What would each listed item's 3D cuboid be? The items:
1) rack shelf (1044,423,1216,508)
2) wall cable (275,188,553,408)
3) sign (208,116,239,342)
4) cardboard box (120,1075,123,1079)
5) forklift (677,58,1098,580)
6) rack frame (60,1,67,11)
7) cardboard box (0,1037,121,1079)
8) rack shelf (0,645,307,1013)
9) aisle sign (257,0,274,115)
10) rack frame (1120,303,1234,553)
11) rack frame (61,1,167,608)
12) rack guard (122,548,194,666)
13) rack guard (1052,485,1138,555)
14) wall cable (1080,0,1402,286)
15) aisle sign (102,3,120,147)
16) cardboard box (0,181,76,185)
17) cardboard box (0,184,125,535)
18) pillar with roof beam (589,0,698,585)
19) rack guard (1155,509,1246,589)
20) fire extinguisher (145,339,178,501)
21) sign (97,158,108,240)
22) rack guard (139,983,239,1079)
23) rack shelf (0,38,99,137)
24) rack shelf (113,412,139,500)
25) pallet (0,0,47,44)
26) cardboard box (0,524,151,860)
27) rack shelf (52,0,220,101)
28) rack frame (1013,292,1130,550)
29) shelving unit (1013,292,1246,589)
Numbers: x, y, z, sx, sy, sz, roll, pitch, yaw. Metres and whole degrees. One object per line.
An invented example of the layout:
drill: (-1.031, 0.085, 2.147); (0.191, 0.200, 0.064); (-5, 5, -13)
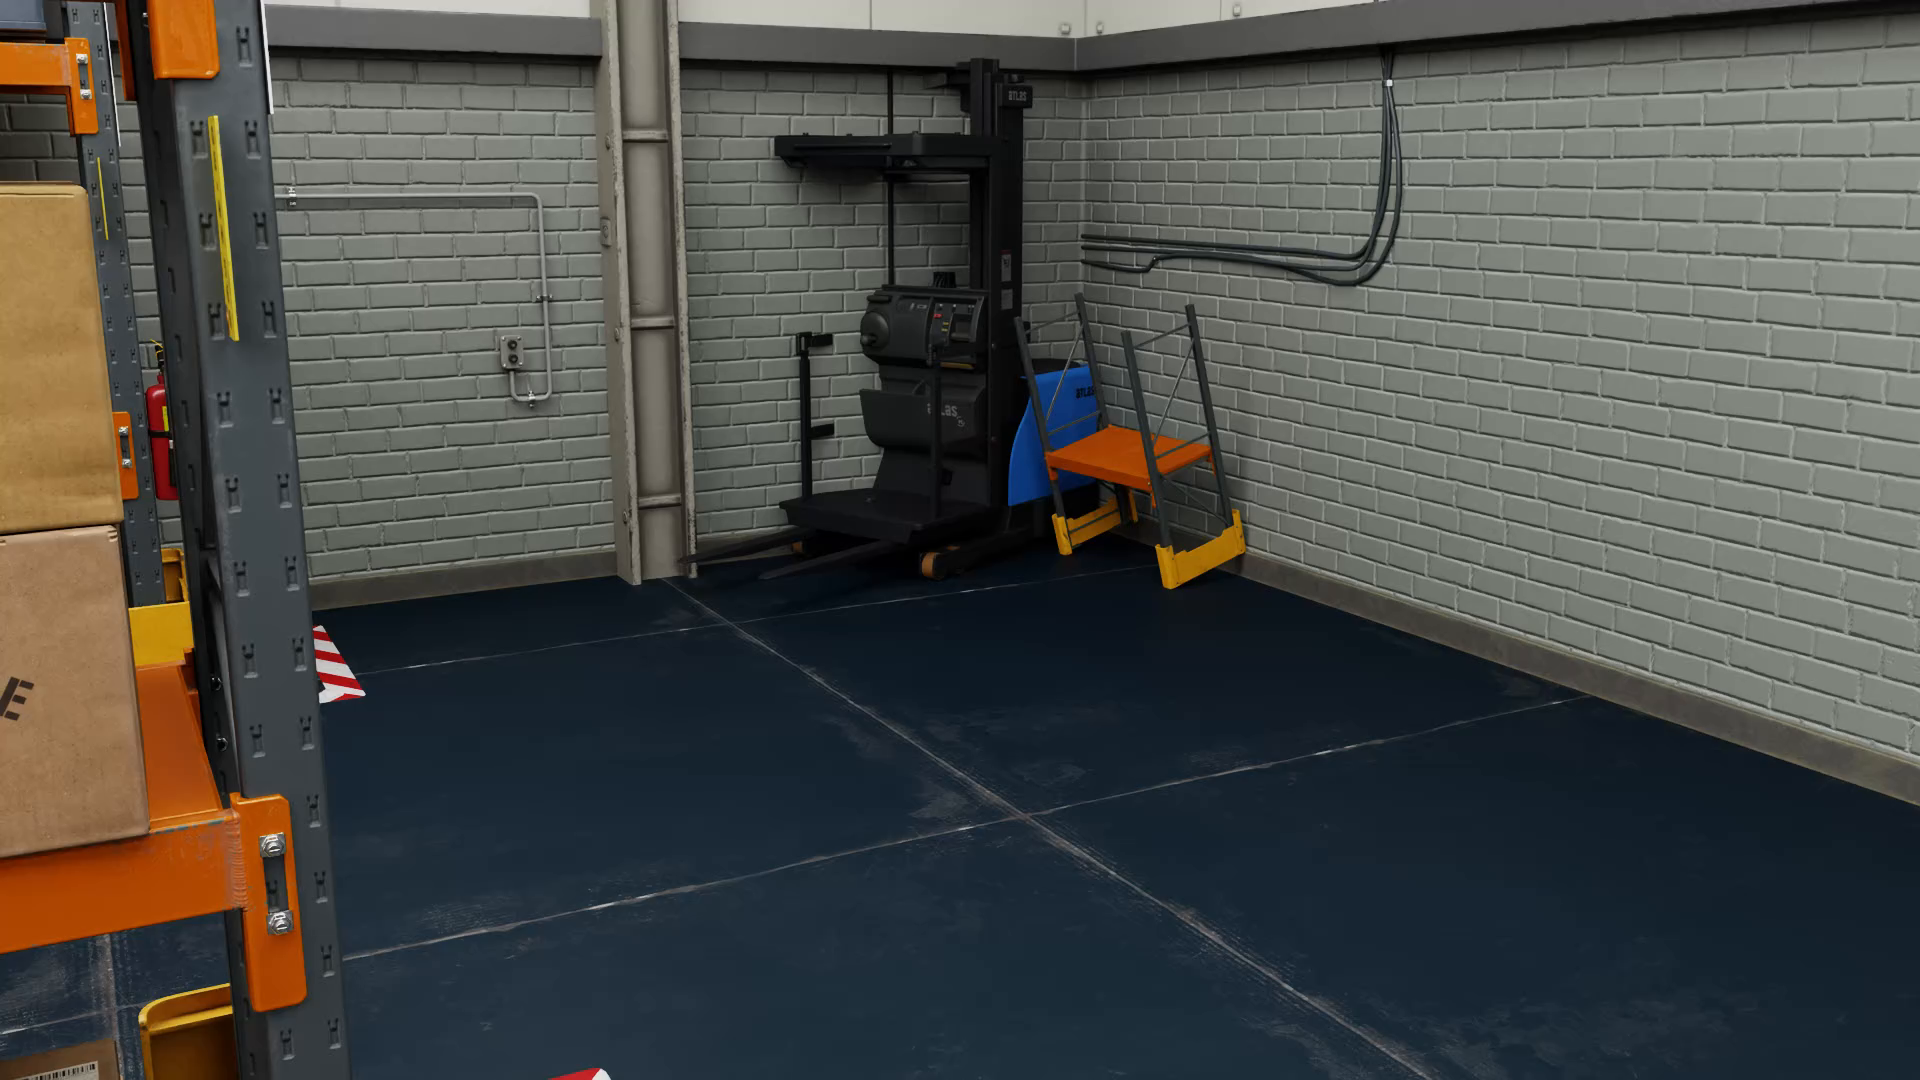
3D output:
rack shelf: (1.003, -0.449, 9.740); (0.538, 0.185, 1.000); (-25, 23, -27)
wall cable: (-3.050, -1.619, 8.657); (1.851, 1.984, 0.084); (-7, 14, -28)
sign: (-1.096, -0.462, 2.473); (0.005, 0.325, 0.100); (-7, 14, -28)
cardboard box: (-1.876, 1.302, 3.483); (0.250, 0.149, 0.380); (-7, 14, -28)
forklift: (-0.375, -1.319, 9.796); (1.130, 2.935, 3.031); (9, 16, 36)
rack frame: (-3.721, -3.733, 6.701); (0.127, 3.000, 1.000); (-7, 14, -28)
cardboard box: (-1.703, 1.257, 2.881); (0.500, 0.500, 0.500); (-7, 14, -28)
rack shelf: (-3.100, 0.709, 2.264); (4.000, 0.370, 1.077); (-7, 14, -28)
aisle sign: (-1.137, -1.068, 2.604); (0.004, 0.787, 0.394); (-7, 14, -28)
rack frame: (1.237, -0.520, 9.259); (0.500, 1.500, 0.032); (-25, 23, -27)
rack frame: (-3.721, -0.806, 7.360); (0.127, 3.000, 1.000); (-7, 14, -28)
rack guard: (-3.700, 0.411, 7.646); (0.348, 0.500, 1.175); (-7, 14, -28)
rack guard: (0.840, -0.133, 10.297); (0.587, 0.250, 0.087); (-25, 23, -27)
wall cable: (1.415, -2.744, 9.380); (0.112, 2.526, 3.097); (-7, 14, -28)
aisle sign: (-3.514, -2.024, 6.851); (0.004, 0.787, 0.394); (-7, 14, -28)
cardboard box: (-1.860, -0.393, 3.018); (0.500, 0.500, 0.500); (-6, 14, -26)
cardboard box: (-1.603, -0.289, 2.556); (0.500, 0.500, 0.500); (-7, 14, -28)
pillar with roof beam: (0.297, -3.354, 5.018); (0.400, 9.000, 9.100); (-7, 14, -28)
rack guard: (1.377, 0.049, 9.479); (0.587, 0.250, 0.087); (-25, 23, -27)
fire extinguisher: (-3.367, -0.514, 7.085); (0.183, 0.674, 0.296); (-7, 14, -28)
sign: (-3.473, -1.381, 6.736); (0.005, 0.325, 0.100); (-7, 14, -28)
rack guard: (-1.411, 1.375, 3.359); (0.348, 0.500, 1.175); (-7, 14, -28)
rack shelf: (-5.476, -1.708, 6.175); (4.000, 0.370, 1.077); (-7, 14, -28)
rack shelf: (-5.476, -0.245, 6.504); (4.000, 0.370, 1.077); (-7, 14, -28)
pallet: (-4.367, -2.146, 6.685); (1.213, 0.211, 1.003); (-7, 14, -28)
cardboard box: (-1.607, 0.199, 2.666); (0.500, 0.500, 0.500); (-6, 14, -26)
rack shelf: (-3.100, -0.754, 1.935); (4.000, 0.370, 1.077); (-7, 14, -28)
rack frame: (0.689, -0.705, 10.095); (0.500, 1.500, 0.032); (-25, 23, -27)
shelving unit: (0.968, -0.611, 9.670); (0.587, 1.500, 1.083); (-25, 23, -27)
